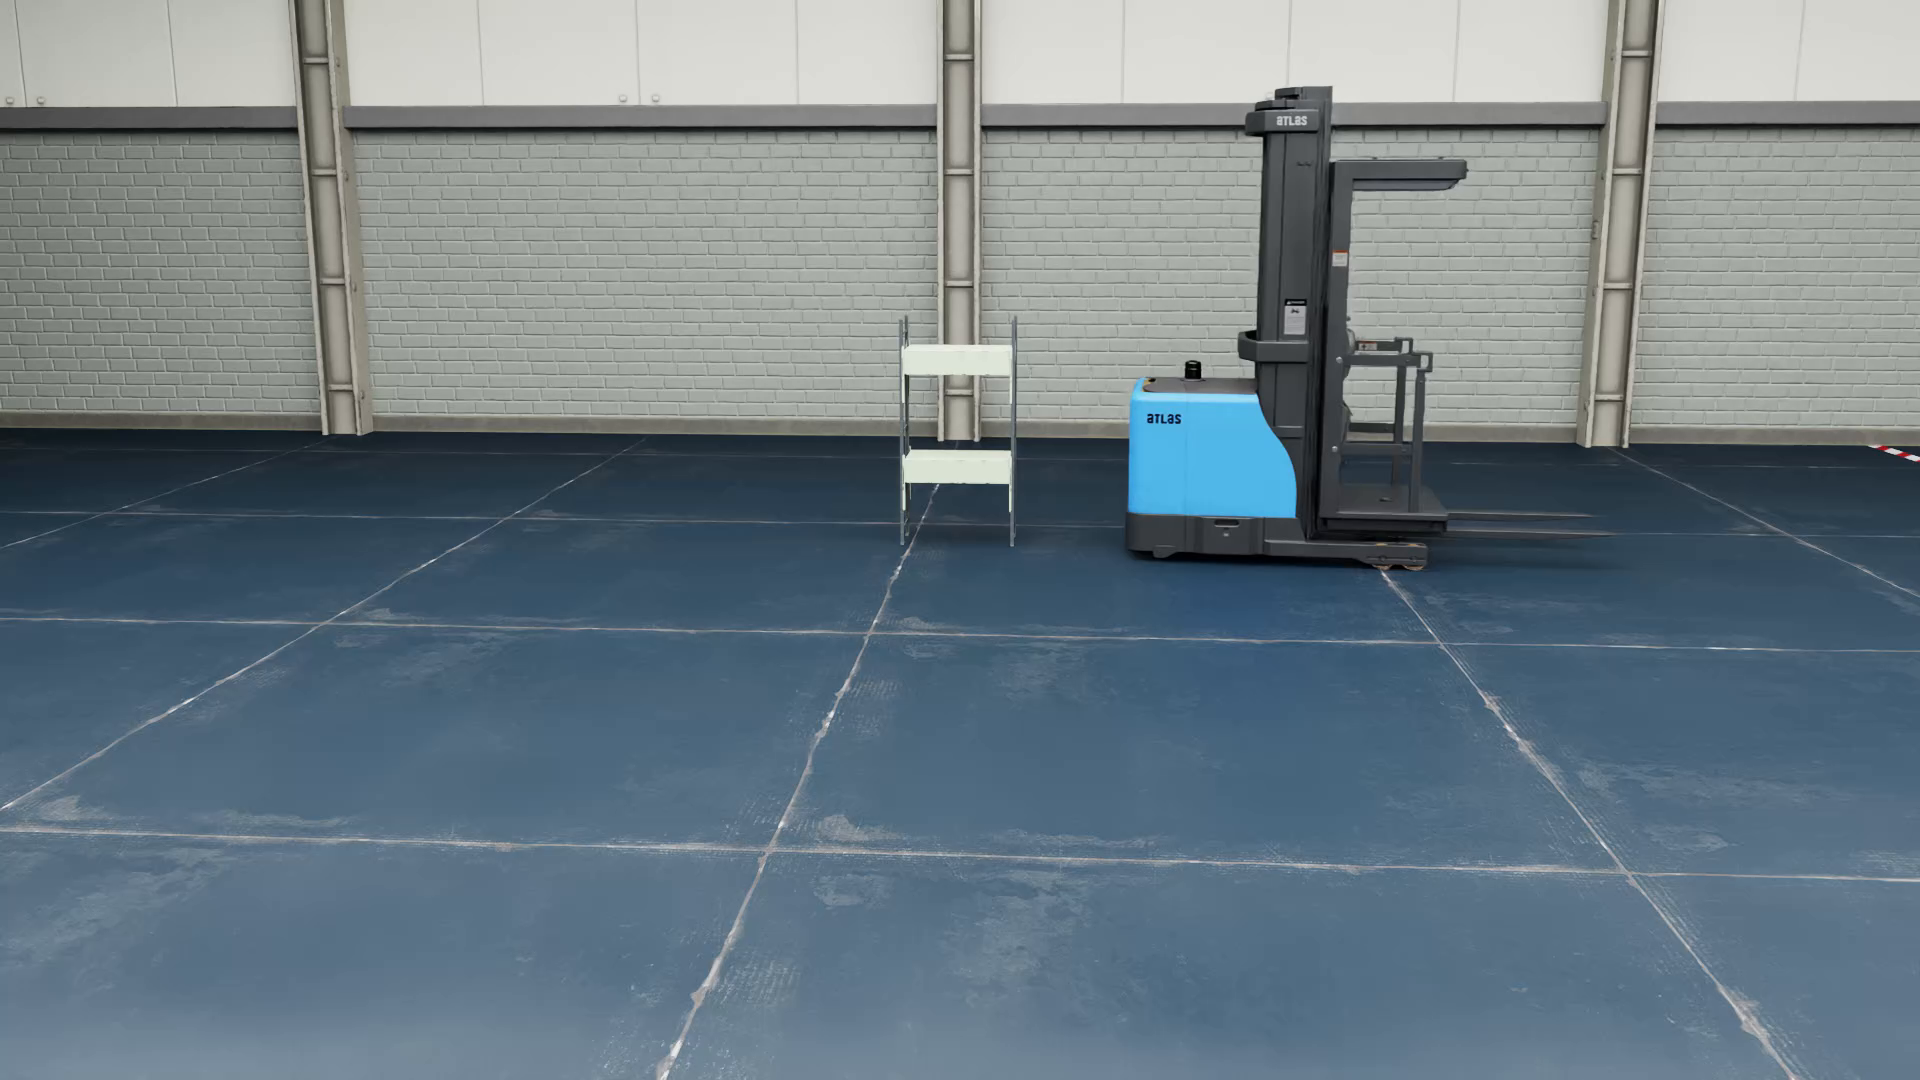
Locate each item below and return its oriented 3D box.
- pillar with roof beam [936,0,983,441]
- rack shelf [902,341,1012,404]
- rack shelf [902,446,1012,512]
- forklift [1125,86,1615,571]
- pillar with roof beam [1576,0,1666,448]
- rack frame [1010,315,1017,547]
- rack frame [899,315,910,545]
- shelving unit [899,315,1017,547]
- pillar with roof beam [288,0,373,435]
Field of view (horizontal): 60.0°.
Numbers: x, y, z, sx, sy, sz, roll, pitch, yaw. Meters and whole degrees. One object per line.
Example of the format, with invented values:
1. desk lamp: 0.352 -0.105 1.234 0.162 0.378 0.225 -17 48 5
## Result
1. pillar with roof beam: -0.291 -4.494 10.773 0.400 9.000 9.100 1 12 4
2. rack shelf: -0.007 -1.116 11.035 0.720 0.370 0.431 1 12 4
3. rack shelf: -0.007 -0.415 11.182 0.720 0.370 0.431 1 12 4
4. forklift: 2.622 -1.360 10.610 3.031 2.935 1.130 2 12 8
5. pillar with roof beam: 5.696 -4.412 10.381 0.400 9.000 9.100 1 12 4
6. rack frame: 0.359 -0.729 11.091 0.023 1.500 0.400 1 12 4
7. rack frame: -0.372 -0.739 11.139 0.023 1.500 0.400 1 12 4
8. shelving unit: -0.007 -0.734 11.115 0.755 1.500 0.431 1 12 4
9. pillar with roof beam: -6.277 -4.576 11.166 0.400 9.000 9.100 1 12 4
